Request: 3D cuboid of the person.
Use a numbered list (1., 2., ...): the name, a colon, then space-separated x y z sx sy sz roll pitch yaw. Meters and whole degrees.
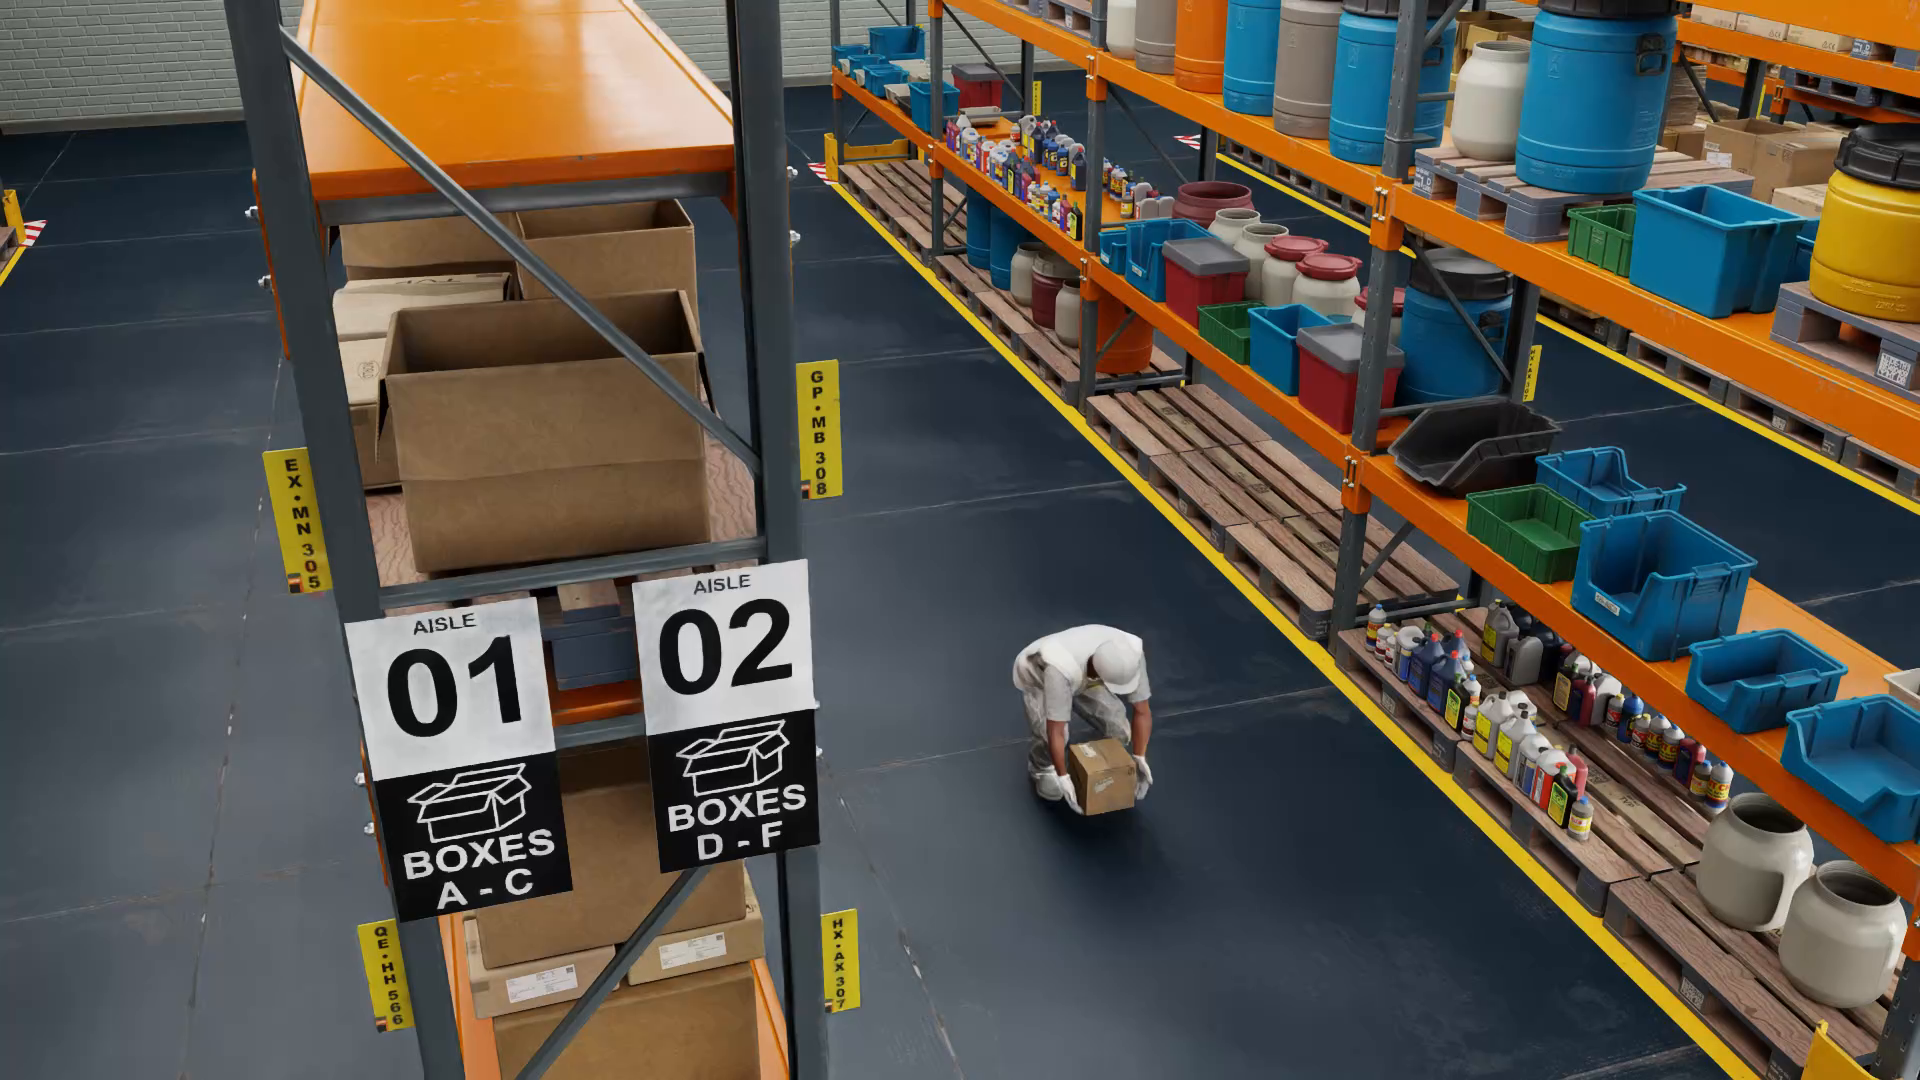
1. person: 0.618 0.813 8.283 0.572 1.038 0.903 -8 27 -16
